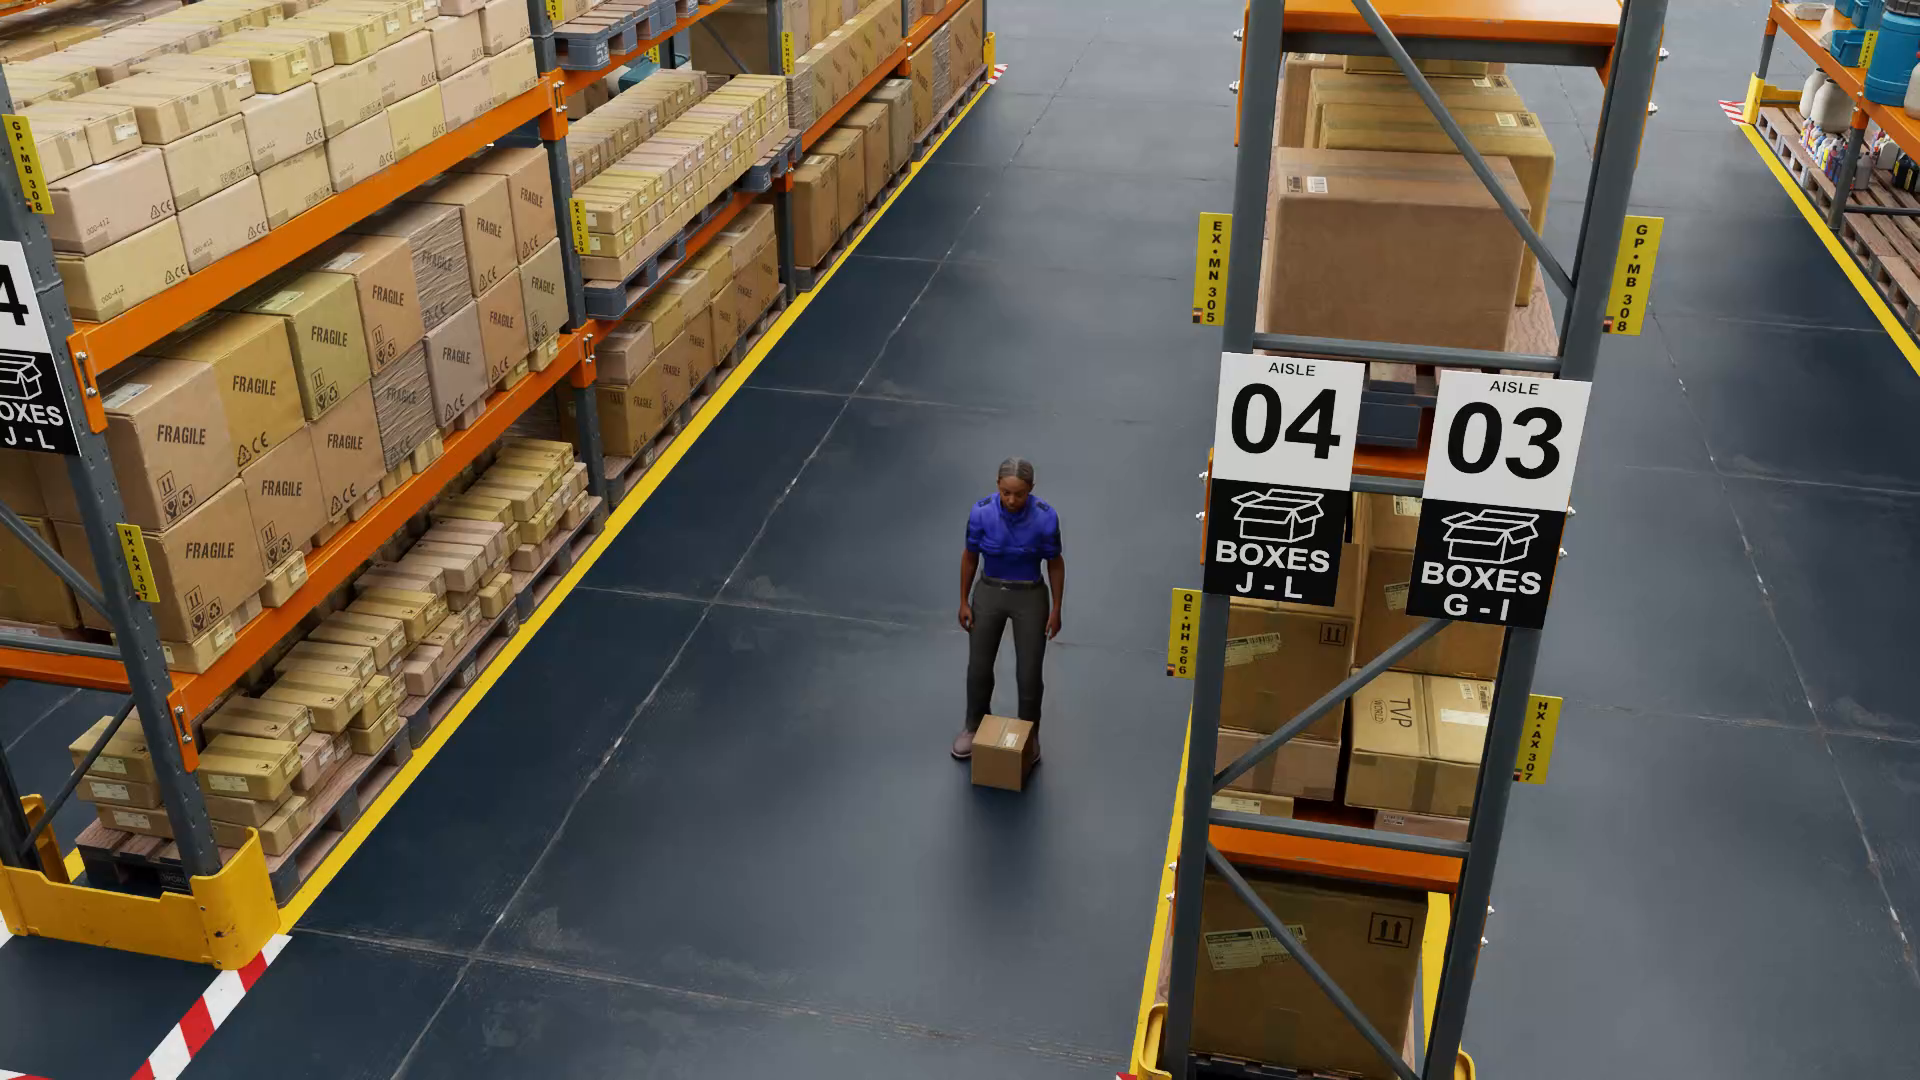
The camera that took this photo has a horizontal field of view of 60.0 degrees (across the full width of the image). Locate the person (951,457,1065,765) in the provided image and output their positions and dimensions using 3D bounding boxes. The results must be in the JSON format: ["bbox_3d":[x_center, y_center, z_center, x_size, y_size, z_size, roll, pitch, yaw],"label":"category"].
[{"bbox_3d":[0.233,0.326,8.043,0.530,1.641,0.347,5,29,9],"label":"person"}]
